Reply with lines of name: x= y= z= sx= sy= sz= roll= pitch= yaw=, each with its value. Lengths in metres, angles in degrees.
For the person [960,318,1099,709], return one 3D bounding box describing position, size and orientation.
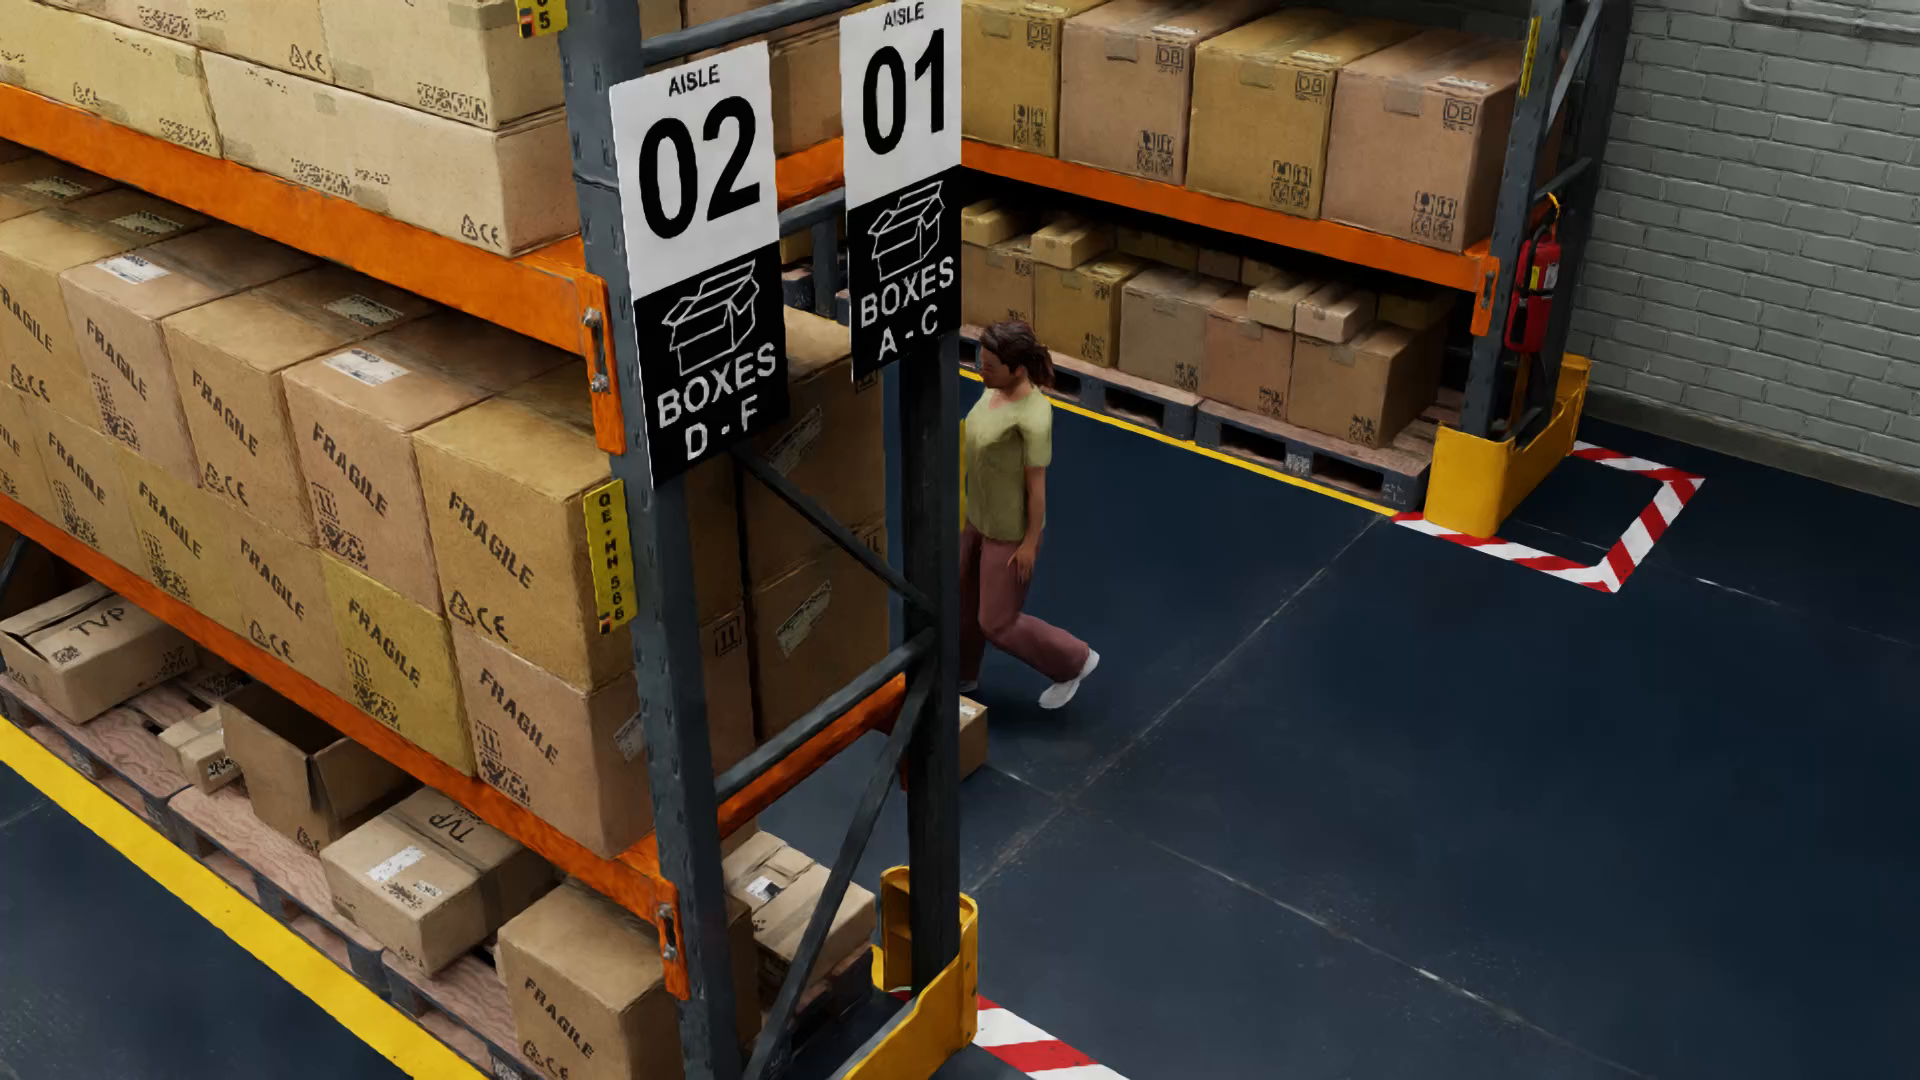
person: x=0.167 y=-0.060 z=6.239 sx=0.682 sy=1.668 sz=0.495 roll=-13 pitch=33 yaw=-21
